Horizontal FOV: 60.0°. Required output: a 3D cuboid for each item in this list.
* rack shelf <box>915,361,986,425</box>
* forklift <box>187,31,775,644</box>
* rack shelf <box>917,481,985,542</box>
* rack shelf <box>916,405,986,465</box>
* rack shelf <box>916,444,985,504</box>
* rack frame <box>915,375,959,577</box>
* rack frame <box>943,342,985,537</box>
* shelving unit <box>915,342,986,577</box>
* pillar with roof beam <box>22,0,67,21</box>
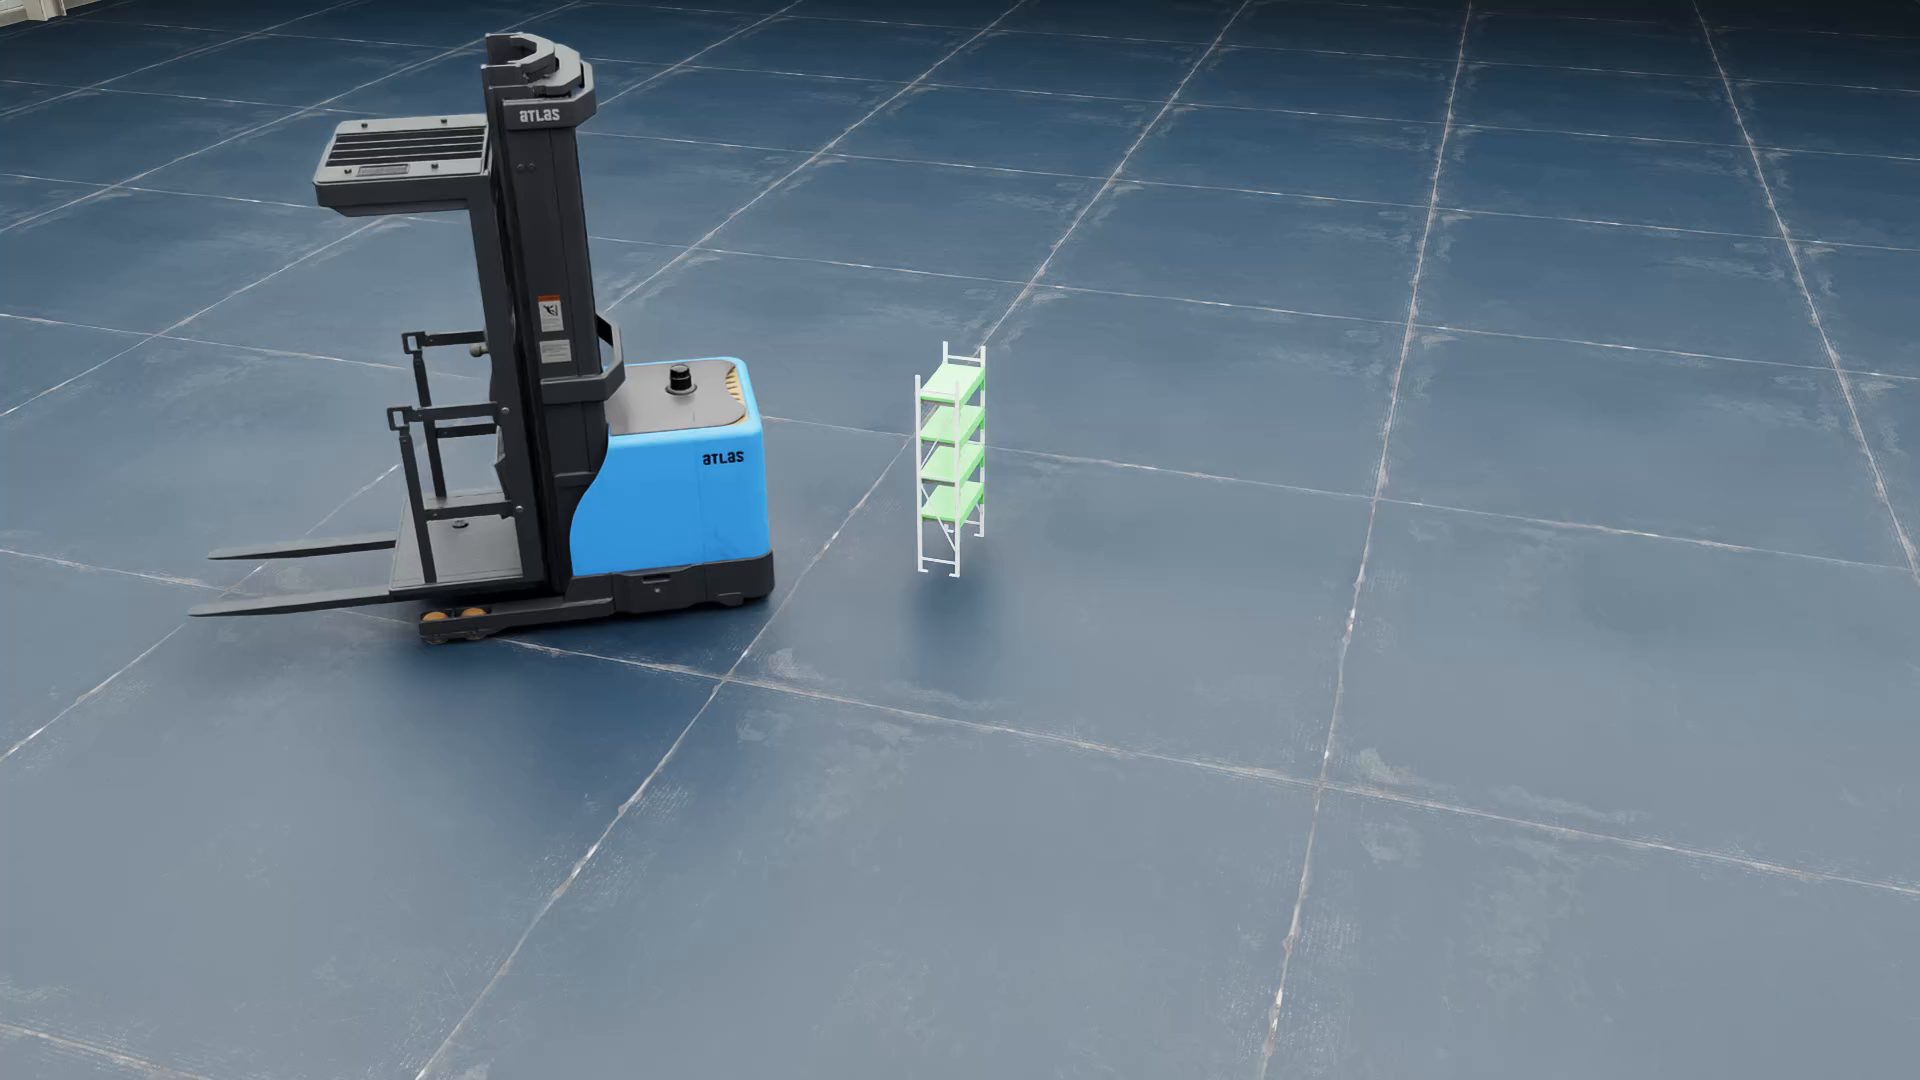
[{"bbox_3d":[-0.049,-0.811,9.118,0.258,0.148,0.480,8,30,15],"label":"rack shelf"},{"bbox_3d":[-2.590,-1.014,8.557,3.031,2.935,1.130,-6,30,-11],"label":"forklift"},{"bbox_3d":[-0.049,-0.182,9.468,0.258,0.148,0.480,8,30,15],"label":"rack shelf"},{"bbox_3d":[-0.049,-0.601,9.234,0.258,0.148,0.480,8,30,15],"label":"rack shelf"},{"bbox_3d":[-0.049,-0.392,9.351,0.258,0.148,0.480,8,30,15],"label":"rack shelf"},{"bbox_3d":[-0.120,-0.334,9.116,0.240,1.200,0.015,8,30,15],"label":"rack frame"},{"bbox_3d":[0.023,-0.561,9.524,0.240,1.200,0.015,8,30,15],"label":"rack frame"},{"bbox_3d":[-0.049,-0.447,9.320,0.258,1.200,0.503,8,30,15],"label":"shelving unit"},{"bbox_3d":[-8.200,-10.369,19.134,9.100,9.000,0.400,8,30,15],"label":"pillar with roof beam"}]
